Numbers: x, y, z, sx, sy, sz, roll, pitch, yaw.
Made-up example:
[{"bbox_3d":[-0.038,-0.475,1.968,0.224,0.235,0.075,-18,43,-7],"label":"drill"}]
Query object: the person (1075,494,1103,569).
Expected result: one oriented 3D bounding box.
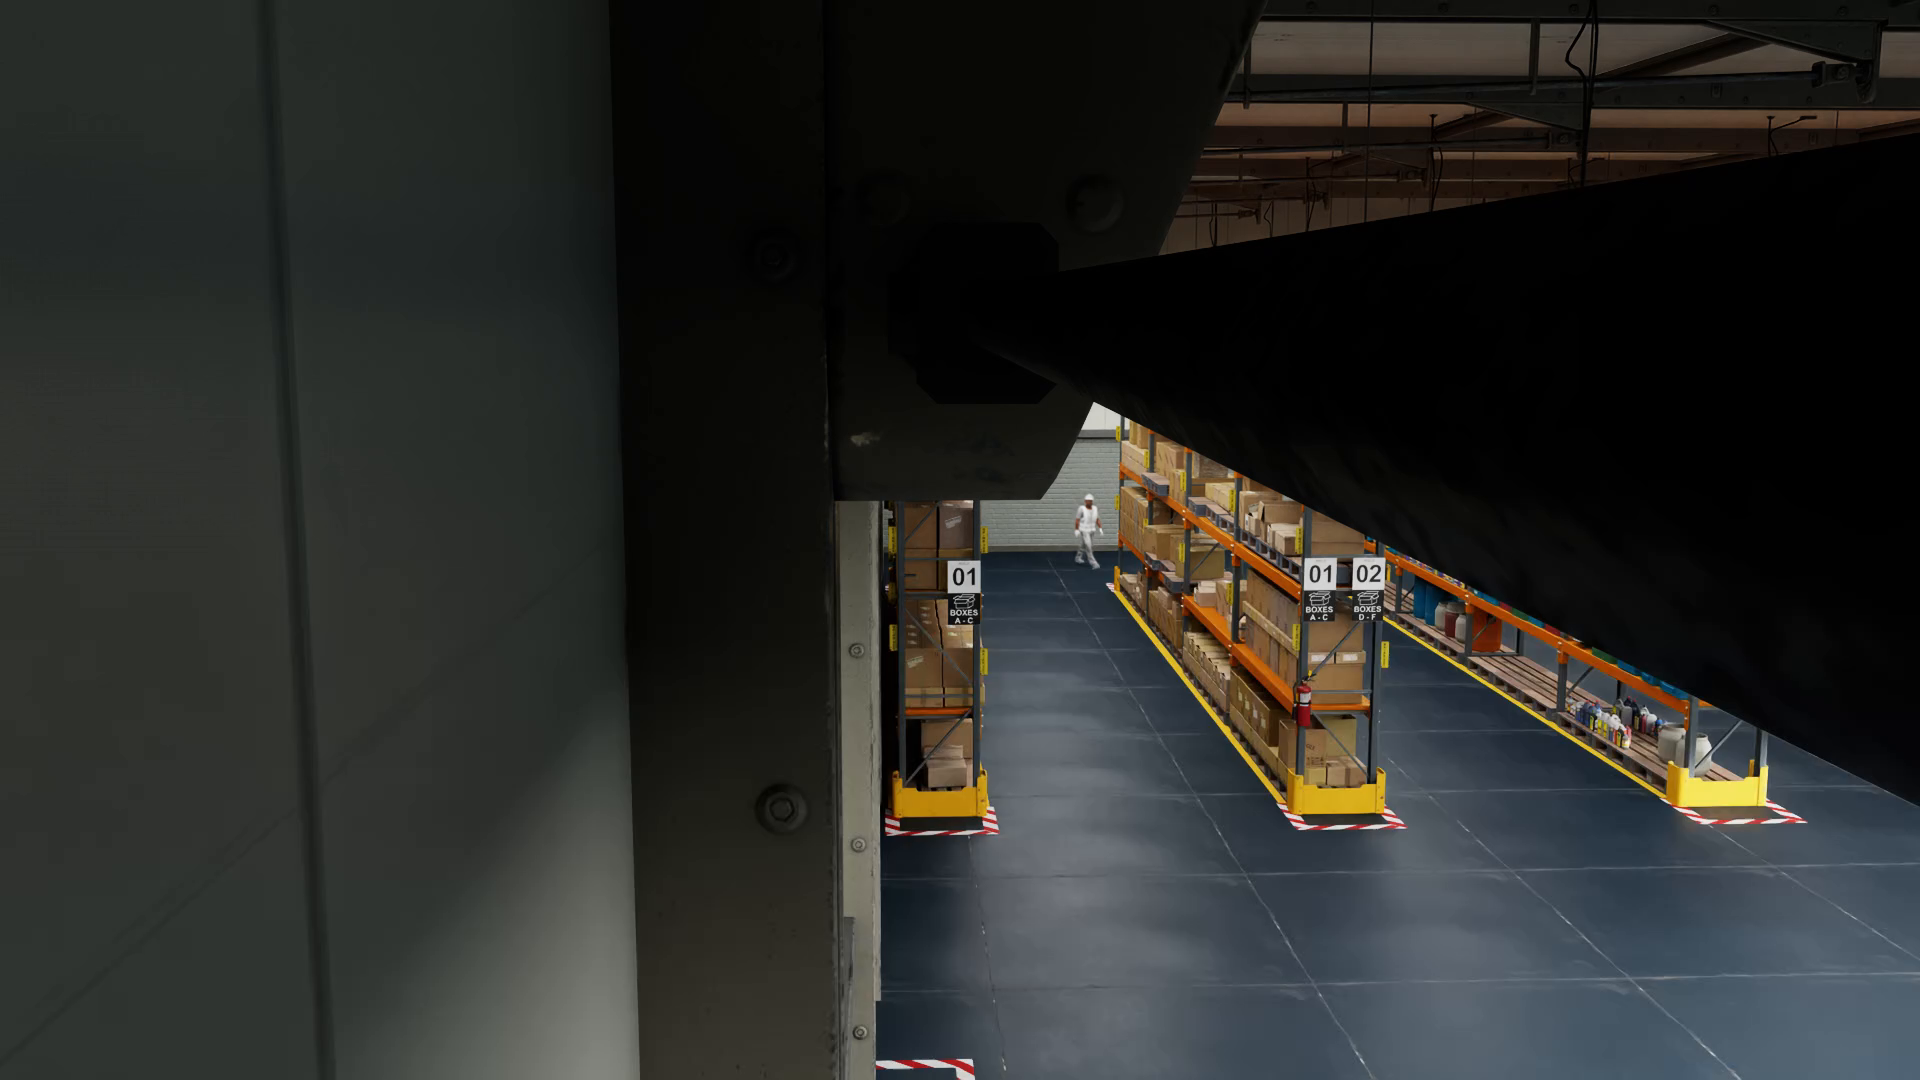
[{"bbox_3d":[3.064,-0.229,39.471,0.551,1.716,1.111,-6,10,-37],"label":"person"}]
